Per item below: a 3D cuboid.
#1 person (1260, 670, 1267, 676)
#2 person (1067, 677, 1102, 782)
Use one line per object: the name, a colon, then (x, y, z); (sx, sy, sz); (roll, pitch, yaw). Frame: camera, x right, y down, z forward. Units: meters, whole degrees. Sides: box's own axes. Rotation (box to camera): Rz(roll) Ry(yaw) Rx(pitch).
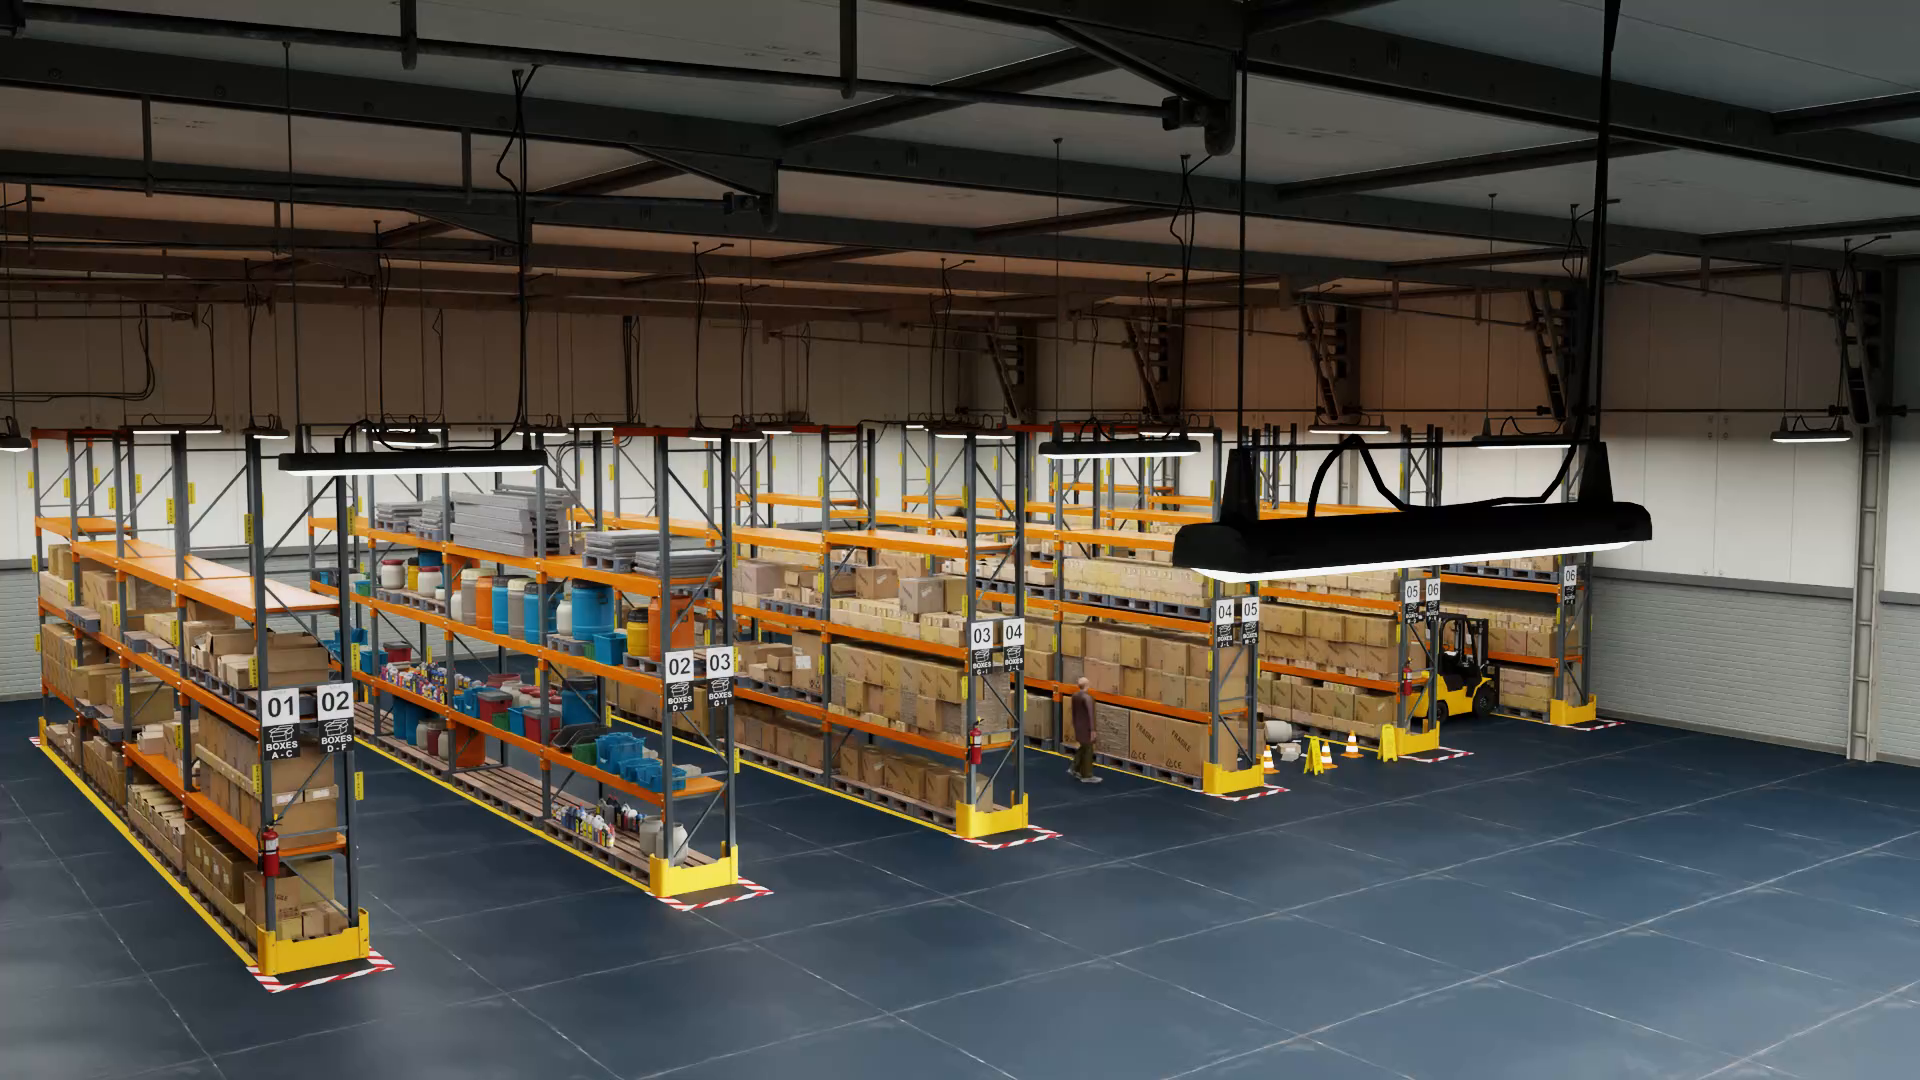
person: (6.567, 2.659, 35.960); (0.465, 1.657, 0.477); (-3, 5, -33)
person: (2.160, 3.237, 28.315); (0.436, 1.812, 0.653); (-2, 5, -26)
